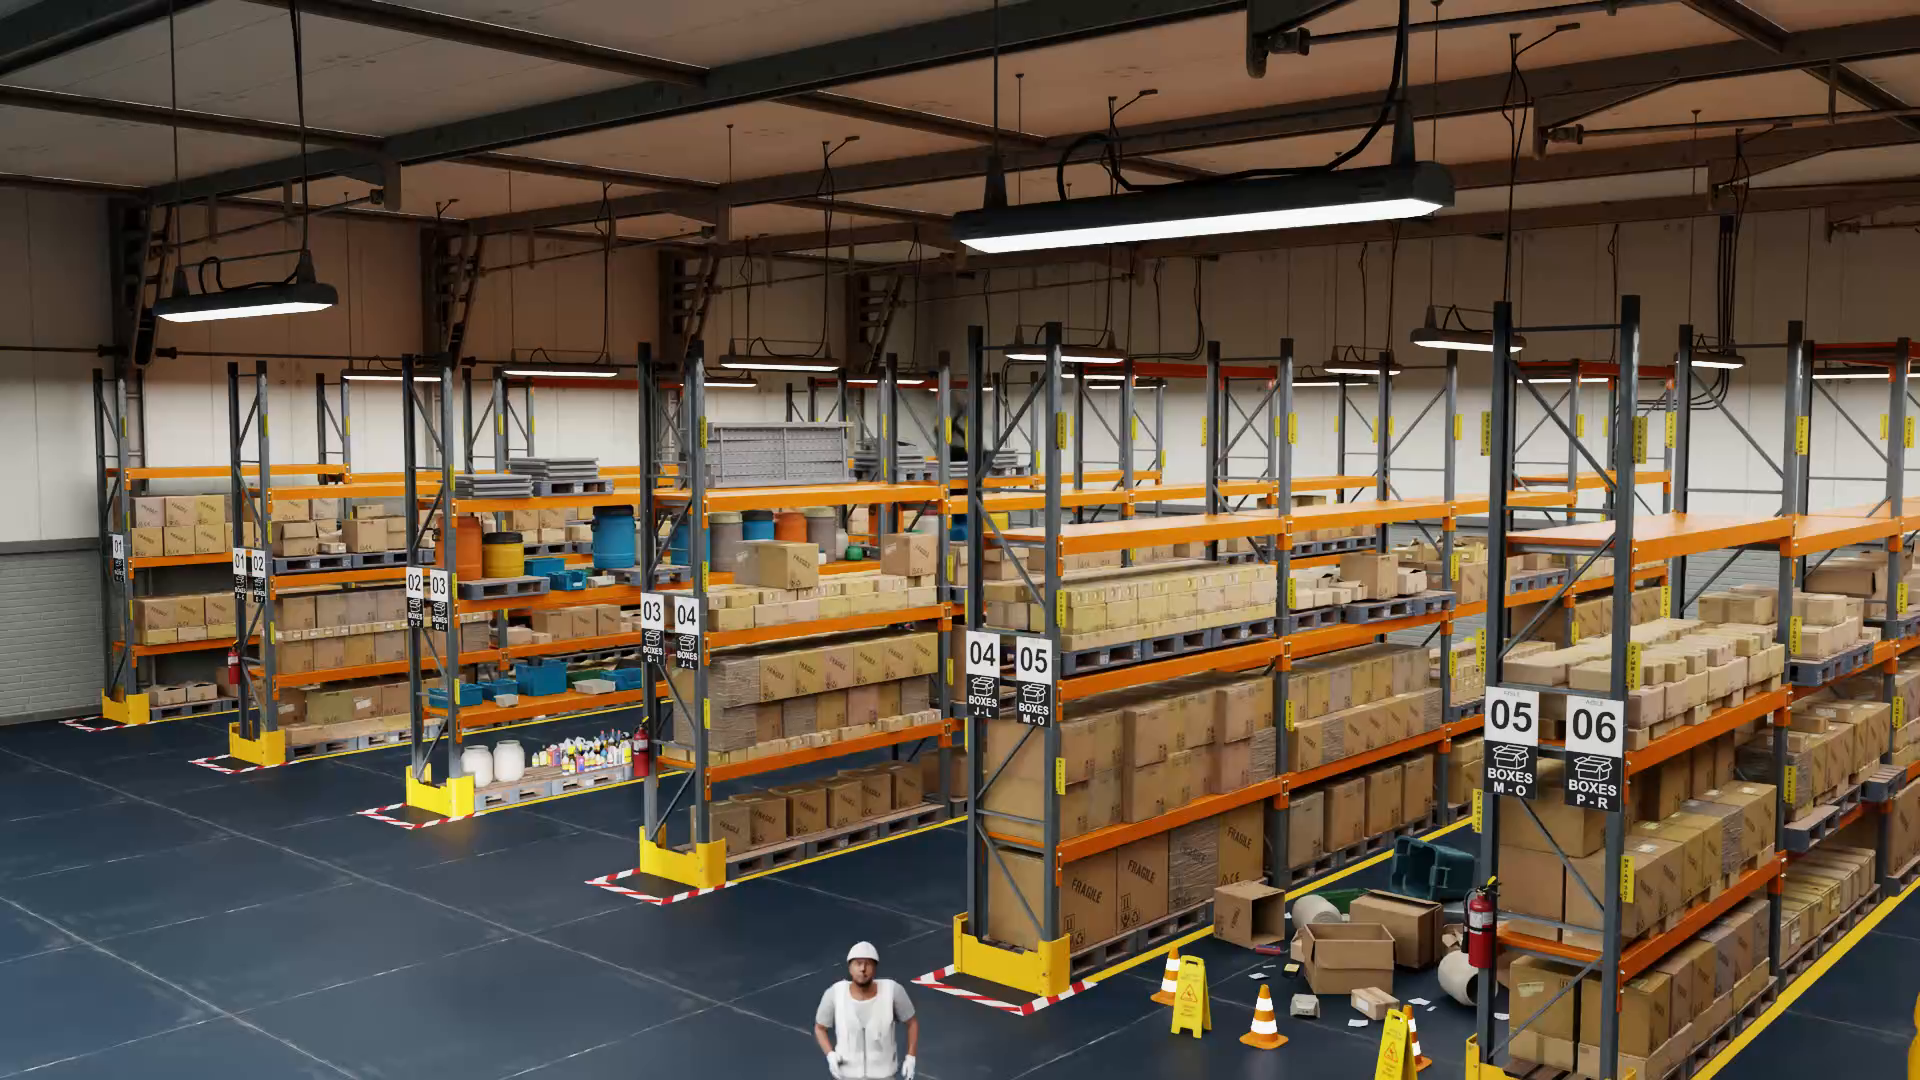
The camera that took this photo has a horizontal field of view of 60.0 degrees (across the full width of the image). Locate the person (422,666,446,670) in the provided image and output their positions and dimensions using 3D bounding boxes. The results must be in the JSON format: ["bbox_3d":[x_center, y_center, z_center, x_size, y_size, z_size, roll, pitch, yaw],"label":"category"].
[{"bbox_3d":[-9.332,2.093,29.649,0.710,1.747,0.968,3,5,37],"label":"person"}]

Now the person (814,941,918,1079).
[{"bbox_3d":[-0.621,3.509,11.047,0.694,1.721,0.665,0,4,-5],"label":"person"}]

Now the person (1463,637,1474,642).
[{"bbox_3d":[8.546,2.375,27.254,1.026,1.643,0.708,-3,5,-35],"label":"person"}]
